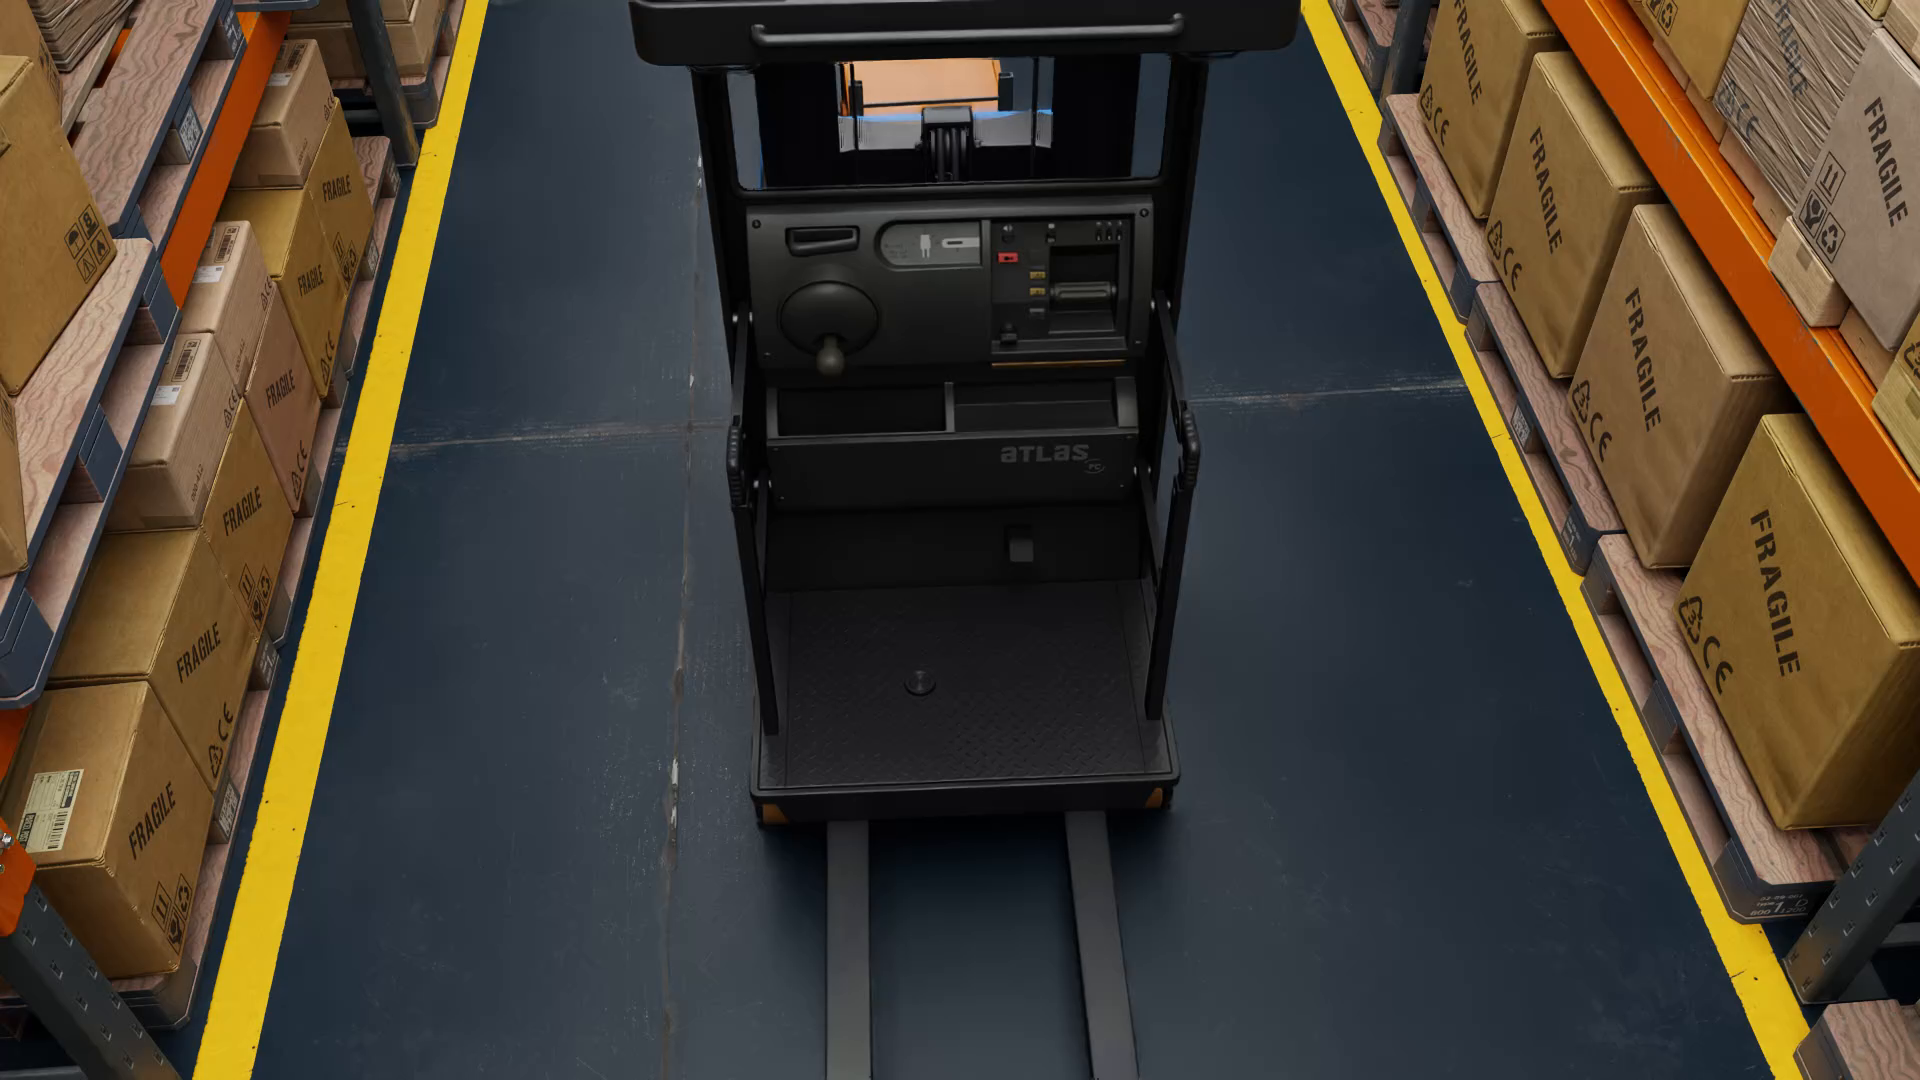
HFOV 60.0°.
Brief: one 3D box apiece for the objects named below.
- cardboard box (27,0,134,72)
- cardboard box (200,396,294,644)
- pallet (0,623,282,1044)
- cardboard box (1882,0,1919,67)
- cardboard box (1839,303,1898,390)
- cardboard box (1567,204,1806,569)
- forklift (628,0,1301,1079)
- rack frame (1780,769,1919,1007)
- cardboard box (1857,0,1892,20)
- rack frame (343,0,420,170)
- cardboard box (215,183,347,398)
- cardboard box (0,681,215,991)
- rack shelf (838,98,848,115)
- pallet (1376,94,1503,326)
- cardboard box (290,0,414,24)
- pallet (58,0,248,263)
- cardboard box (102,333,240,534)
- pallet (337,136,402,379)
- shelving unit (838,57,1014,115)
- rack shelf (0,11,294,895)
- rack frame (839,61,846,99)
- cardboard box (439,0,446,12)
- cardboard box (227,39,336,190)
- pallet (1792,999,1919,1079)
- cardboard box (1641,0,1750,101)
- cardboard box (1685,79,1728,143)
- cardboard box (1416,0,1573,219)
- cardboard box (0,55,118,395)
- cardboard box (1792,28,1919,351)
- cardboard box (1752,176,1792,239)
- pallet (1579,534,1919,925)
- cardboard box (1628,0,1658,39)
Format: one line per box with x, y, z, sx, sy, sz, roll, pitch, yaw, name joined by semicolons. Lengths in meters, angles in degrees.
-2.629;-1.590;4.331;0.700;0.500;0.500;4;47;4;cardboard box
-2.234;-0.043;4.643;0.500;0.500;0.500;-3;47;-3;cardboard box
-2.452;0.734;4.410;1.003;0.211;1.213;-3;47;-3;pallet
2.263;-1.037;3.362;0.500;0.250;0.500;-3;47;-2;cardboard box
2.258;-0.462;3.781;0.380;0.149;0.250;-2;47;-2;cardboard box
2.329;-0.453;4.805;0.750;0.750;0.750;-2;47;-2;cardboard box
-0.007;-0.487;3.692;1.130;2.935;3.031;-2;47;-2;forklift
2.590;0.057;3.130;1.000;3.000;0.127;-3;47;-3;rack frame
2.220;-1.406;3.712;0.500;0.250;0.500;-3;47;-3;cardboard box
-2.681;-2.533;5.583;1.000;3.000;0.127;-3;47;-3;rack frame
-2.325;-0.788;5.349;0.500;0.500;0.500;-5;47;-5;cardboard box
-2.143;0.705;3.935;0.500;0.500;0.500;-5;47;-5;cardboard box
-0.141;-1.208;5.956;0.538;0.278;1.000;-4;47;-4;rack shelf
2.246;-1.303;6.339;1.003;0.211;1.213;-3;47;-3;pallet
-2.432;-2.321;6.601;0.500;0.311;0.500;-2;47;-2;cardboard box
-2.513;-1.060;4.320;1.003;0.211;1.213;-3;47;-3;pallet
-2.227;-0.277;4.348;0.500;0.250;0.500;-3;47;-3;cardboard box
-2.656;-1.032;6.082;1.003;0.211;1.213;-3;47;-3;pallet
-0.141;-1.377;5.779;0.538;1.125;1.048;-4;47;-4;shelving unit
-2.513;-0.839;4.474;1.077;0.370;4.000;-3;47;-3;rack shelf
-0.193;-1.744;6.127;0.500;1.125;0.032;-4;47;-4;rack frame
-2.475;-2.492;7.149;0.500;0.250;0.500;-5;47;-4;cardboard box
-2.360;-1.380;5.393;0.500;0.250;0.500;-2;47;-2;cardboard box
2.576;1.571;3.617;1.003;0.211;1.213;-3;47;-3;pallet
2.167;-1.498;4.316;0.500;0.500;0.500;-2;47;-2;cardboard box
2.206;-1.205;4.485;0.380;0.149;0.250;-2;47;-2;cardboard box
2.186;-1.702;5.987;0.750;0.750;0.750;-4;47;-4;cardboard box
-2.283;-0.668;3.458;0.700;0.500;0.500;3;47;3;cardboard box
2.248;-0.773;3.629;0.500;0.500;0.500;-3;47;-3;cardboard box
2.223;-0.830;4.130;0.380;0.149;0.250;-3;47;-3;cardboard box
2.450;0.462;4.667;1.003;0.211;1.213;-3;47;-3;pallet
2.188;-1.576;4.836;0.380;0.149;0.250;-3;47;-3;cardboard box
